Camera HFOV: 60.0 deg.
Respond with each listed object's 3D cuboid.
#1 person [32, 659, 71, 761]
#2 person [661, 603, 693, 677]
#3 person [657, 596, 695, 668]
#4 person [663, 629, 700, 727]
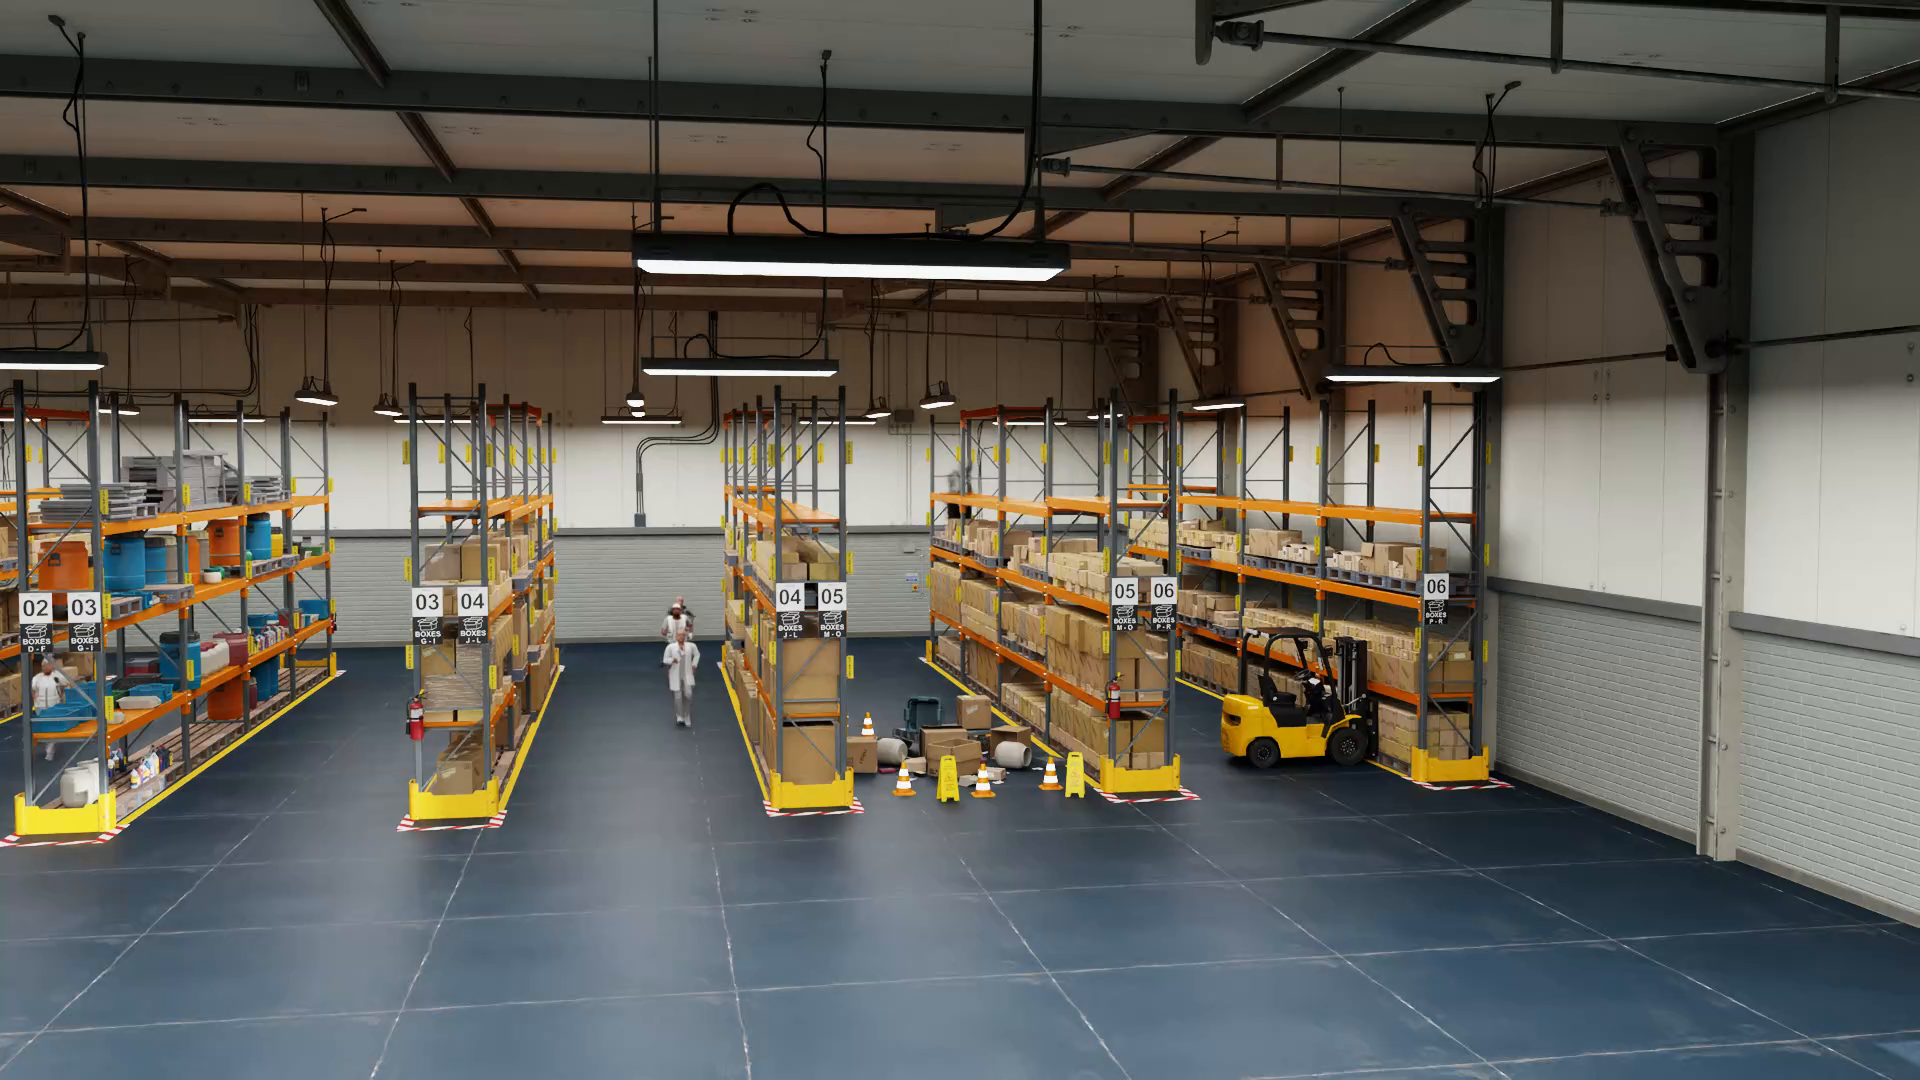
[{"bbox_3d":[-15.102,2.786,27.572,0.607,1.659,0.849,-1,3,-21],"label":"person"},{"bbox_3d":[-6.190,2.271,36.418,0.691,1.784,0.970,-1,3,-11],"label":"person"},{"bbox_3d":[-6.741,2.159,39.572,0.753,1.680,0.983,1,3,22],"label":"person"},{"bbox_3d":[-5.149,2.563,30.815,0.688,1.814,0.755,-1,3,-12],"label":"person"}]
